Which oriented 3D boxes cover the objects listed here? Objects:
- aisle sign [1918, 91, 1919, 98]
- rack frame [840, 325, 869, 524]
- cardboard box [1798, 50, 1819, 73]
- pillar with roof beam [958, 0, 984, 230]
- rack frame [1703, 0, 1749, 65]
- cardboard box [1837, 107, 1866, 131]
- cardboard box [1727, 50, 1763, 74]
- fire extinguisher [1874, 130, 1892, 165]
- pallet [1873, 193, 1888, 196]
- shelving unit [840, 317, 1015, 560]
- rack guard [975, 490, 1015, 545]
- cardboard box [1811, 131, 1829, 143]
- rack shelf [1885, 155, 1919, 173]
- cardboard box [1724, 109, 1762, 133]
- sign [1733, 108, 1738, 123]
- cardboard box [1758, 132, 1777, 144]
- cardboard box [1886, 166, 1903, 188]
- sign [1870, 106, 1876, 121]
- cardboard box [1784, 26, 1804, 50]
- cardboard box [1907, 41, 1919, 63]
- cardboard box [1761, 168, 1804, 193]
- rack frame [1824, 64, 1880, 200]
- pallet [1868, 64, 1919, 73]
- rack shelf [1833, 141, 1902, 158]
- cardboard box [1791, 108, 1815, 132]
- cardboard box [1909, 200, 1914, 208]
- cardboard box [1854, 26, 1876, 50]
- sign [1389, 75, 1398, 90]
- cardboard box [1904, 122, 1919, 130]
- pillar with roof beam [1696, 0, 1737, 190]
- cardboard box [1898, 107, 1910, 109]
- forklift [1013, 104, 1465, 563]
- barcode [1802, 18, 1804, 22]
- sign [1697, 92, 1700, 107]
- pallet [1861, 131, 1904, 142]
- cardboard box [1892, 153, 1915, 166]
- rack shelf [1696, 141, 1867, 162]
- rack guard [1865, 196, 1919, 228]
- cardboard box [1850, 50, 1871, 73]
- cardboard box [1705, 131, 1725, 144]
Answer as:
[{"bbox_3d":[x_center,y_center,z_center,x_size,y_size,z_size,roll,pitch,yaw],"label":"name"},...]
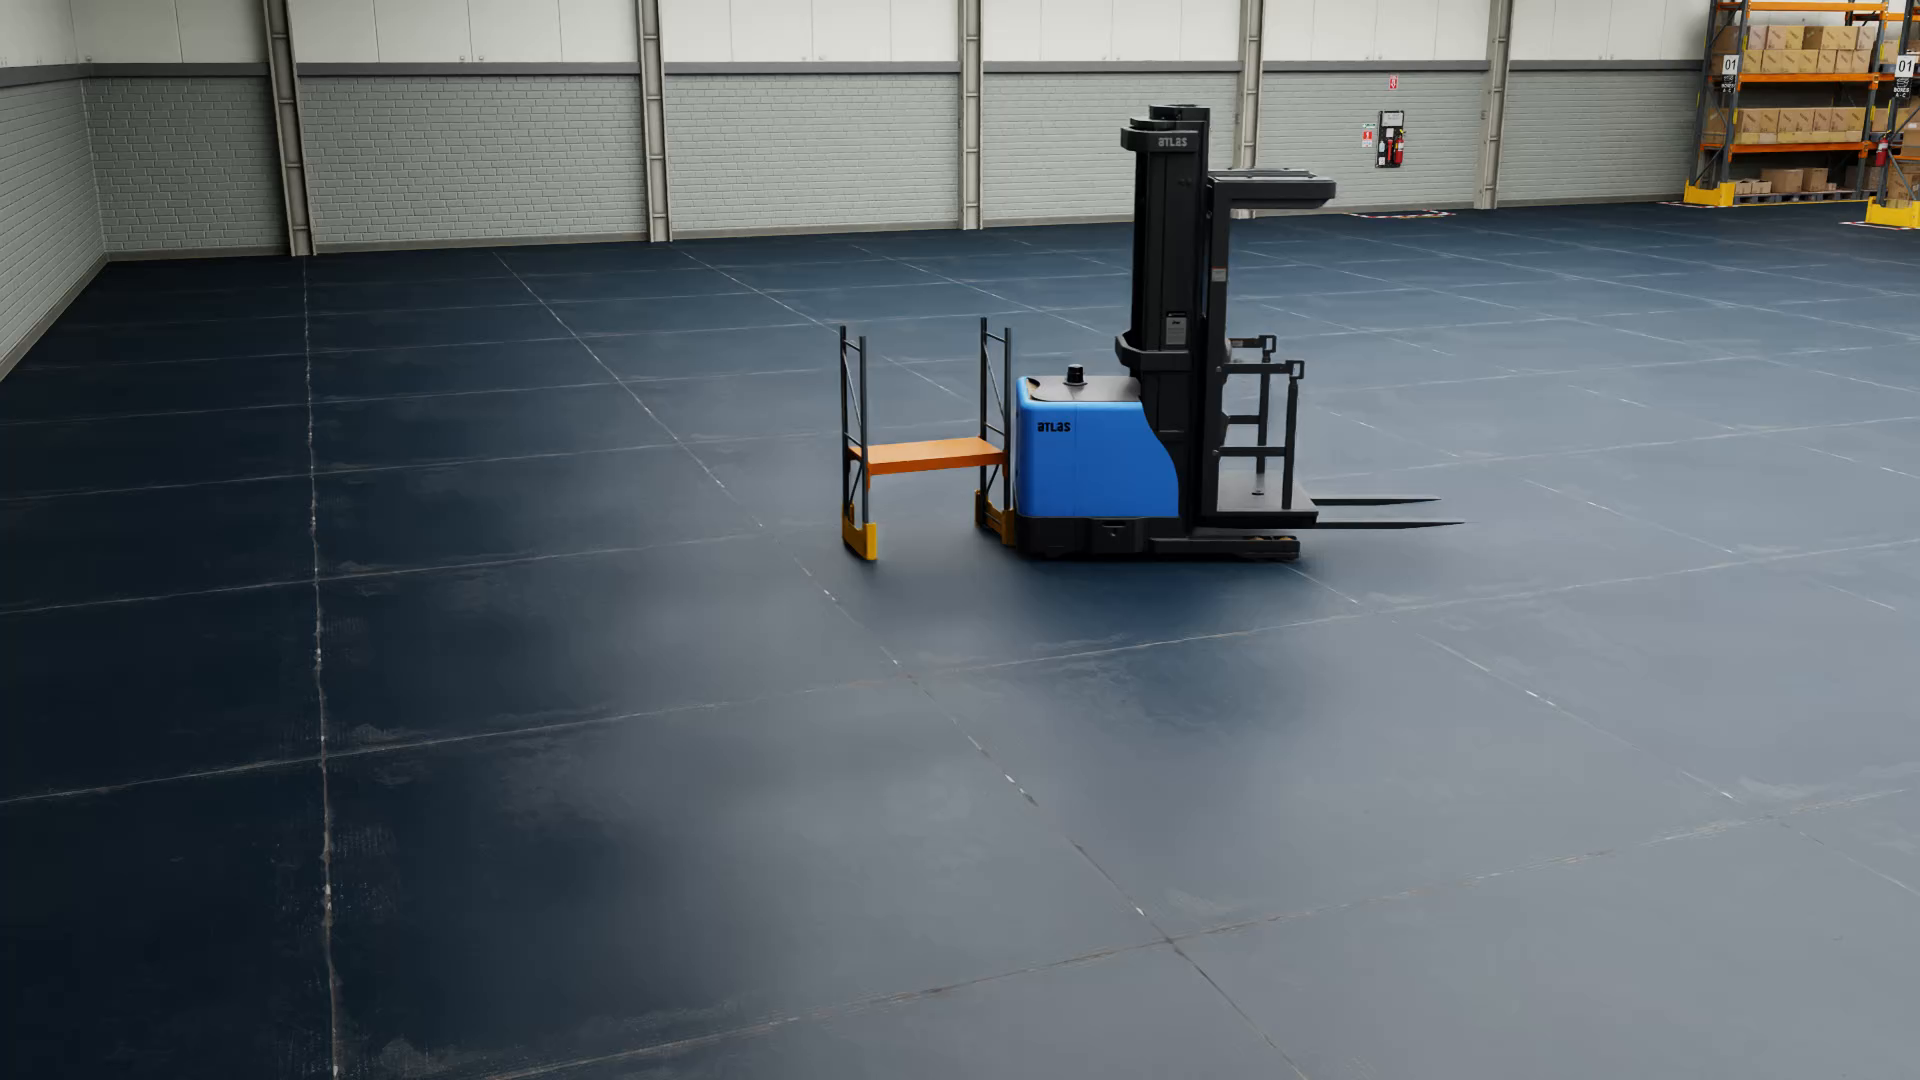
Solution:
[{"bbox_3d":[18.485,-8.810,31.662,0.004,0.787,0.394,-6,17,-20],"label":"aisle sign"},{"bbox_3d":[-0.711,-0.664,11.197,0.032,1.500,0.500,-6,17,-19],"label":"rack frame"},{"bbox_3d":[18.553,-10.576,36.751,0.500,0.500,0.500,-5,17,-17],"label":"cardboard box"},{"bbox_3d":[1.737,-9.182,26.896,0.400,9.000,9.100,-6,17,-20],"label":"pillar with roof beam"},{"bbox_3d":[16.661,-11.832,35.918,0.127,3.000,1.000,-6,17,-20],"label":"rack frame"},{"bbox_3d":[20.065,-9.525,37.609,0.500,0.500,0.500,-6,17,-20],"label":"cardboard box"},{"bbox_3d":[17.062,-10.418,36.214,0.500,0.500,0.500,-6,17,-19],"label":"cardboard box"},{"bbox_3d":[18.160,-7.723,32.712,0.183,0.674,0.296,-6,17,-20],"label":"fire extinguisher"},{"bbox_3d":[22.263,-8.221,39.220,1.213,0.211,1.003,-6,17,-20],"label":"pallet"},{"bbox_3d":[-0.225,-0.714,11.368,1.083,1.500,0.587,-6,17,-19],"label":"shelving unit"},{"bbox_3d":[0.242,-0.163,11.709,0.087,0.250,0.587,-6,17,-19],"label":"rack guard"},{"bbox_3d":[19.130,-9.064,37.370,0.500,0.250,0.500,-6,17,-20],"label":"cardboard box"},{"bbox_3d":[20.304,-7.507,33.114,4.000,0.370,1.077,-6,17,-20],"label":"rack shelf"},{"bbox_3d":[17.214,-9.220,36.570,0.500,0.500,0.500,-6,17,-20],"label":"cardboard box"},{"bbox_3d":[16.855,-9.226,36.155,0.005,0.325,0.100,-6,17,-20],"label":"sign"},{"bbox_3d":[17.710,-8.913,36.855,0.500,0.250,0.500,-7,18,-22],"label":"cardboard box"},{"bbox_3d":[21.542,-8.512,38.916,0.500,0.500,0.700,-7,18,-21],"label":"cardboard box"},{"bbox_3d":[20.597,-9.630,37.531,0.005,0.325,0.100,-6,17,-20],"label":"sign"},{"bbox_3d":[18.068,-10.996,36.410,0.500,0.500,0.500,-6,17,-19],"label":"cardboard box"},{"bbox_3d":[22.087,-11.204,38.180,0.500,0.500,0.500,-7,18,-22],"label":"cardboard box"},{"bbox_3d":[18.574,-8.129,37.613,0.500,0.500,0.700,-7,18,-24],"label":"cardboard box"},{"bbox_3d":[20.396,-9.356,38.136,0.127,3.000,1.000,-6,17,-20],"label":"rack frame"},{"bbox_3d":[21.010,-10.740,37.856,1.003,0.211,1.213,-6,17,-20],"label":"pallet"},{"bbox_3d":[22.263,-9.213,38.924,4.000,0.370,1.077,-6,17,-20],"label":"rack shelf"},{"bbox_3d":[18.642,-9.372,37.090,0.500,0.500,0.500,-6,17,-18],"label":"cardboard box"},{"bbox_3d":[19.017,-6.528,32.639,0.500,0.250,0.500,-6,17,-20],"label":"cardboard box"},{"bbox_3d":[20.025,-11.211,37.141,0.500,0.500,0.500,-8,18,-25],"label":"cardboard box"},{"bbox_3d":[9.038,-9.545,34.664,0.199,0.298,0.001,-6,17,-20],"label":"sign"},{"bbox_3d":[18.725,-8.098,32.522,0.250,0.149,0.380,-6,18,-21],"label":"cardboard box"},{"bbox_3d":[18.545,-10.997,33.076,0.400,9.000,9.100,-6,17,-20],"label":"pillar with roof beam"},{"bbox_3d":[22.011,-9.787,38.644,0.500,0.500,0.700,-4,17,-12],"label":"cardboard box"},{"bbox_3d":[1.897,-1.406,11.185,3.031,2.935,1.130,0,16,0],"label":"forklift"},{"bbox_3d":[18.944,-11.680,37.354,0.075,0.075,0.001,-6,17,-20],"label":"barcode"},{"bbox_3d":[16.481,-9.808,37.059,0.005,0.325,0.100,-6,17,-20],"label":"sign"},{"bbox_3d":[21.162,-9.303,38.295,1.213,0.211,1.003,-6,17,-20],"label":"pallet"},{"bbox_3d":[21.972,-8.905,38.925,0.500,0.250,0.500,-7,18,-22],"label":"cardboard box"},{"bbox_3d":[18.528,-8.810,37.551,4.000,0.370,1.077,-6,17,-20],"label":"rack shelf"},{"bbox_3d":[18.414,-6.448,32.670,0.348,0.500,1.175,-6,17,-20],"label":"rack guard"},{"bbox_3d":[20.010,-10.737,37.301,0.500,0.500,0.500,-6,17,-19],"label":"cardboard box"},{"bbox_3d":[17.028,-8.989,37.115,0.500,0.250,0.500,-6,17,-19],"label":"cardboard box"}]
